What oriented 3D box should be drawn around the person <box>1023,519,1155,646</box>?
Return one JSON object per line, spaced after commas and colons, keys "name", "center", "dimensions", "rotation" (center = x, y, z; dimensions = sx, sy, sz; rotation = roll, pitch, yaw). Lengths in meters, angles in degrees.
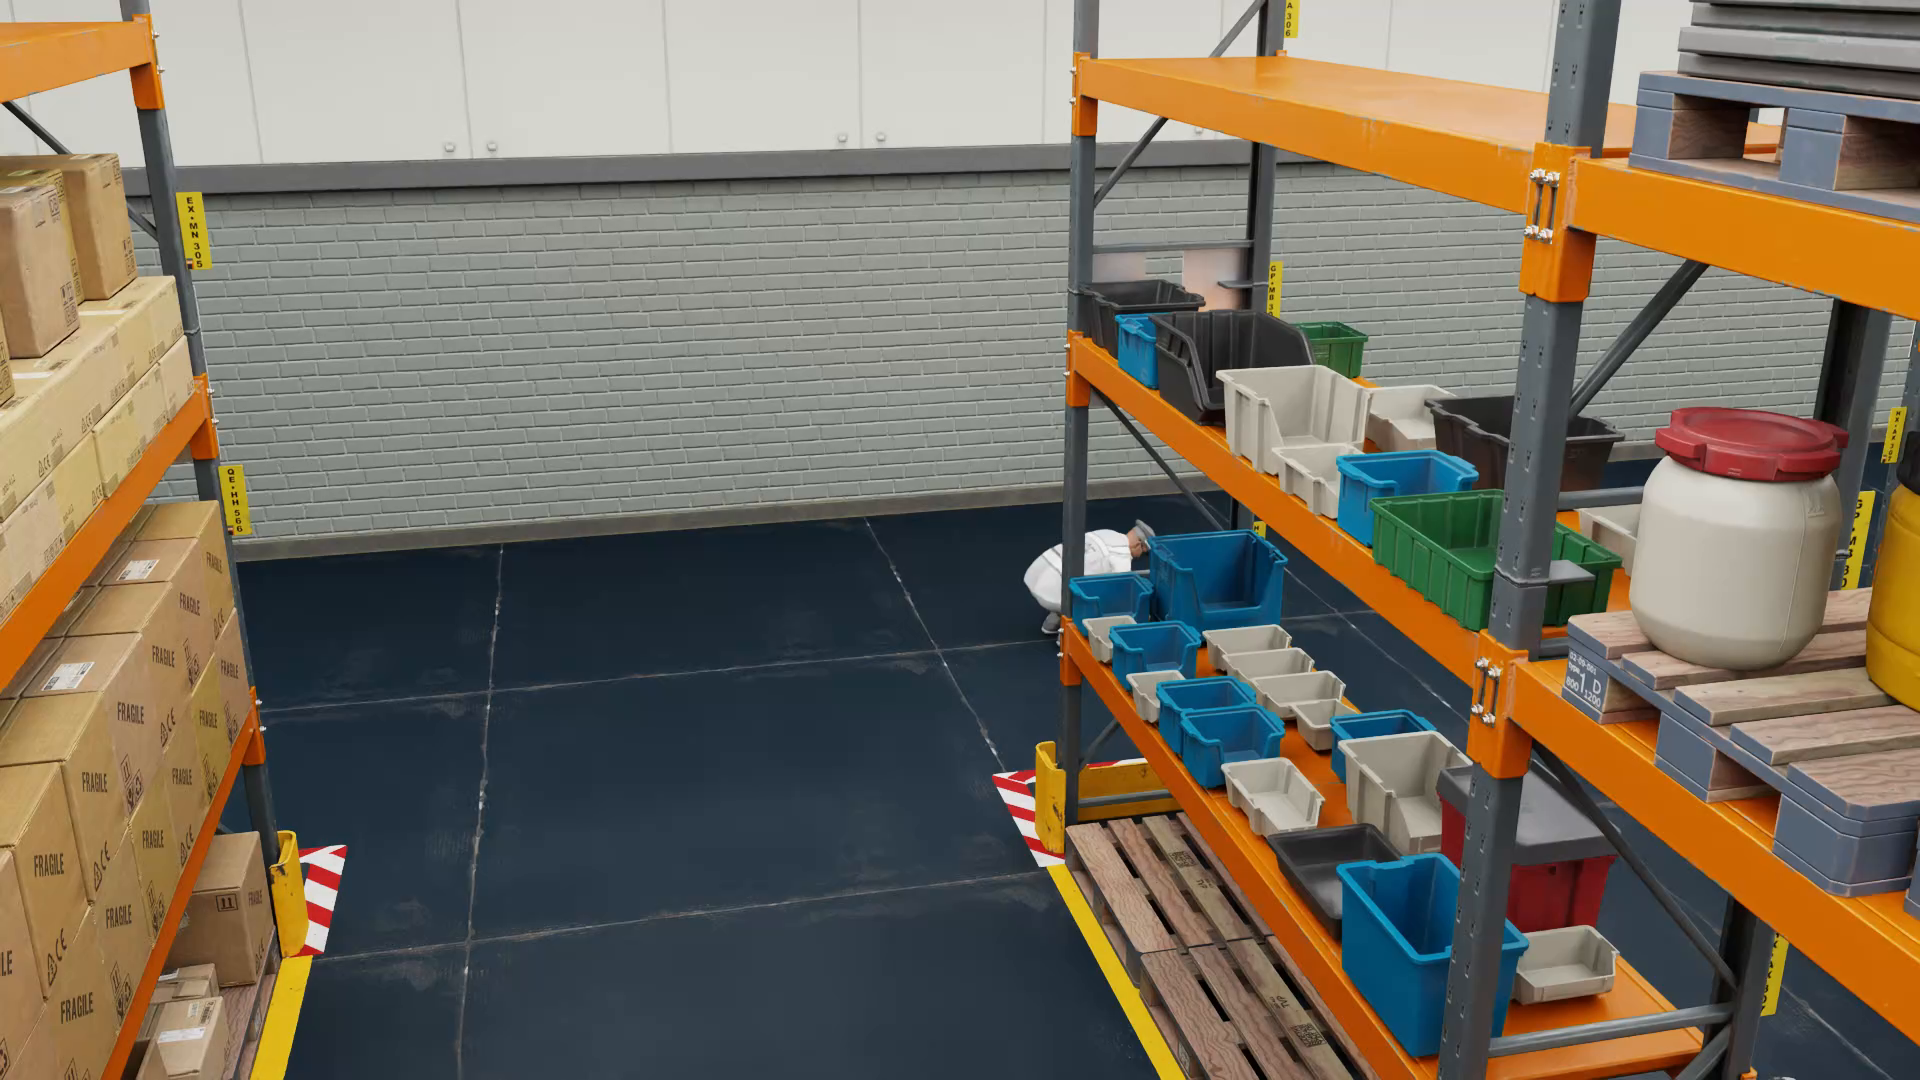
{"name": "person", "center": [0.940, 0.334, 11.636], "dimensions": [0.990, 0.903, 0.536], "rotation": [-5, 20, -13]}
